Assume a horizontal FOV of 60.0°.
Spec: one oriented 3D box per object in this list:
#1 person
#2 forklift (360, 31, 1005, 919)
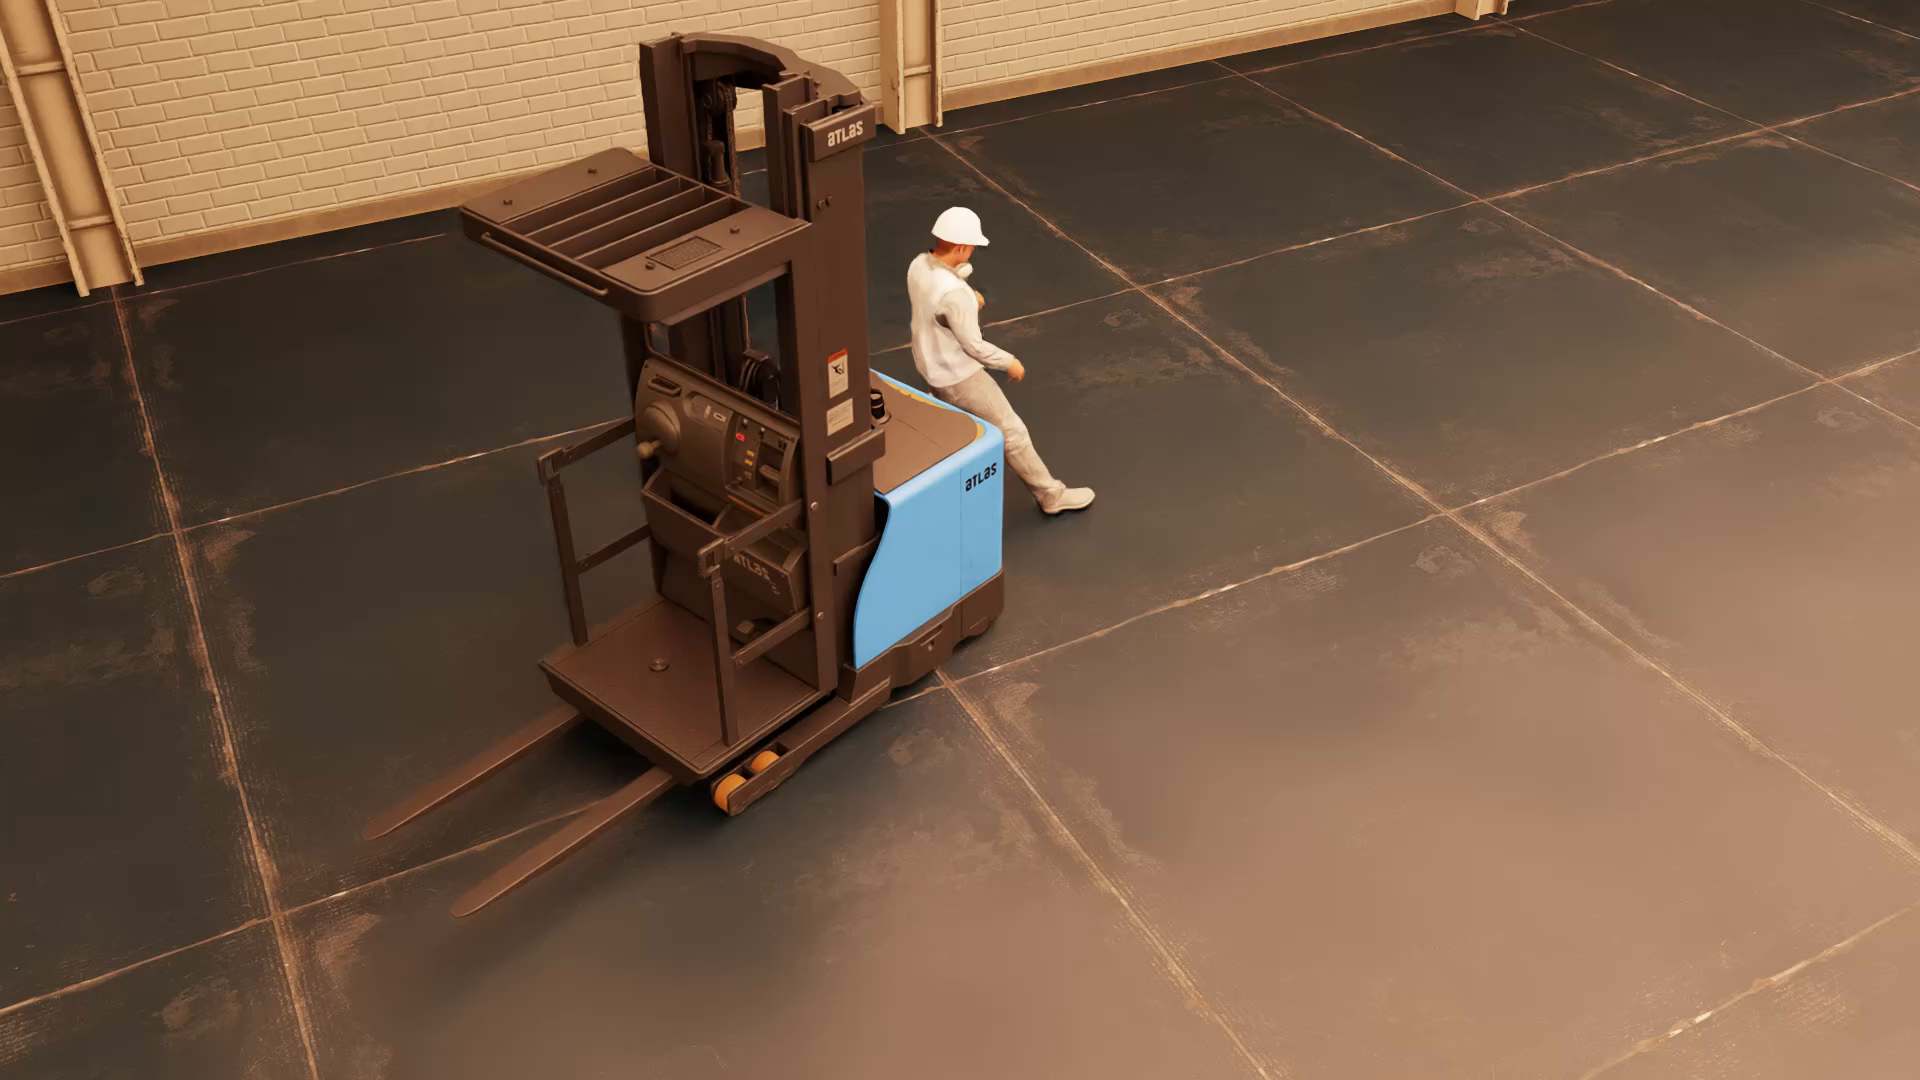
[{"bbox_3d":[0.108,-0.979,8.676,0.982,1.638,0.995,-12,37,-17],"label":"person"},{"bbox_3d":[-1.138,-0.371,6.649,1.130,2.935,3.031,27,43,33],"label":"forklift"}]
